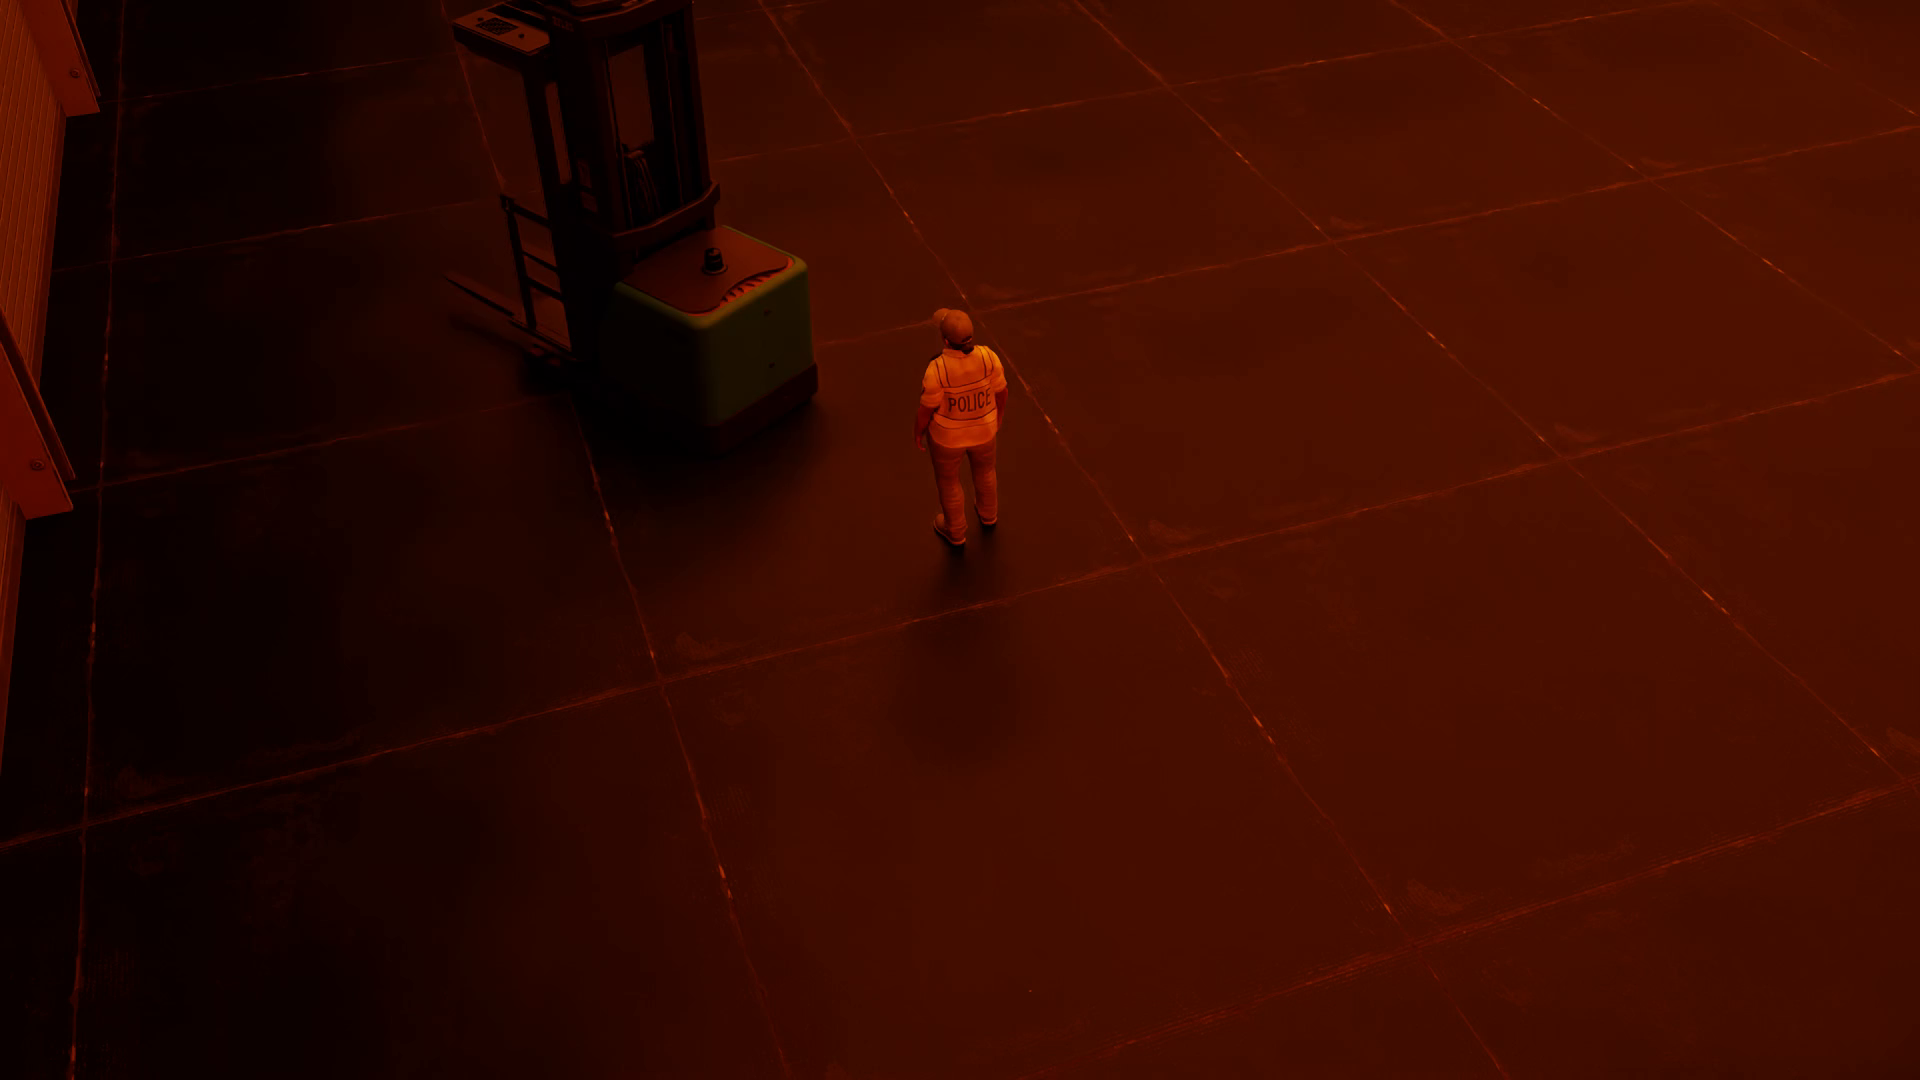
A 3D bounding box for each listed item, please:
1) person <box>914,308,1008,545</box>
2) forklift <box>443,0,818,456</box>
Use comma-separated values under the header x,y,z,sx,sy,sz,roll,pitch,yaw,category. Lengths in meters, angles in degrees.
x,y,z,sx,sy,sz,roll,pitch,yaw,category
-0.005,-0.696,9.796,0.598,1.670,0.529,-13,42,-15,person
-2.434,-2.464,10.931,3.031,2.935,1.130,28,47,29,forklift
